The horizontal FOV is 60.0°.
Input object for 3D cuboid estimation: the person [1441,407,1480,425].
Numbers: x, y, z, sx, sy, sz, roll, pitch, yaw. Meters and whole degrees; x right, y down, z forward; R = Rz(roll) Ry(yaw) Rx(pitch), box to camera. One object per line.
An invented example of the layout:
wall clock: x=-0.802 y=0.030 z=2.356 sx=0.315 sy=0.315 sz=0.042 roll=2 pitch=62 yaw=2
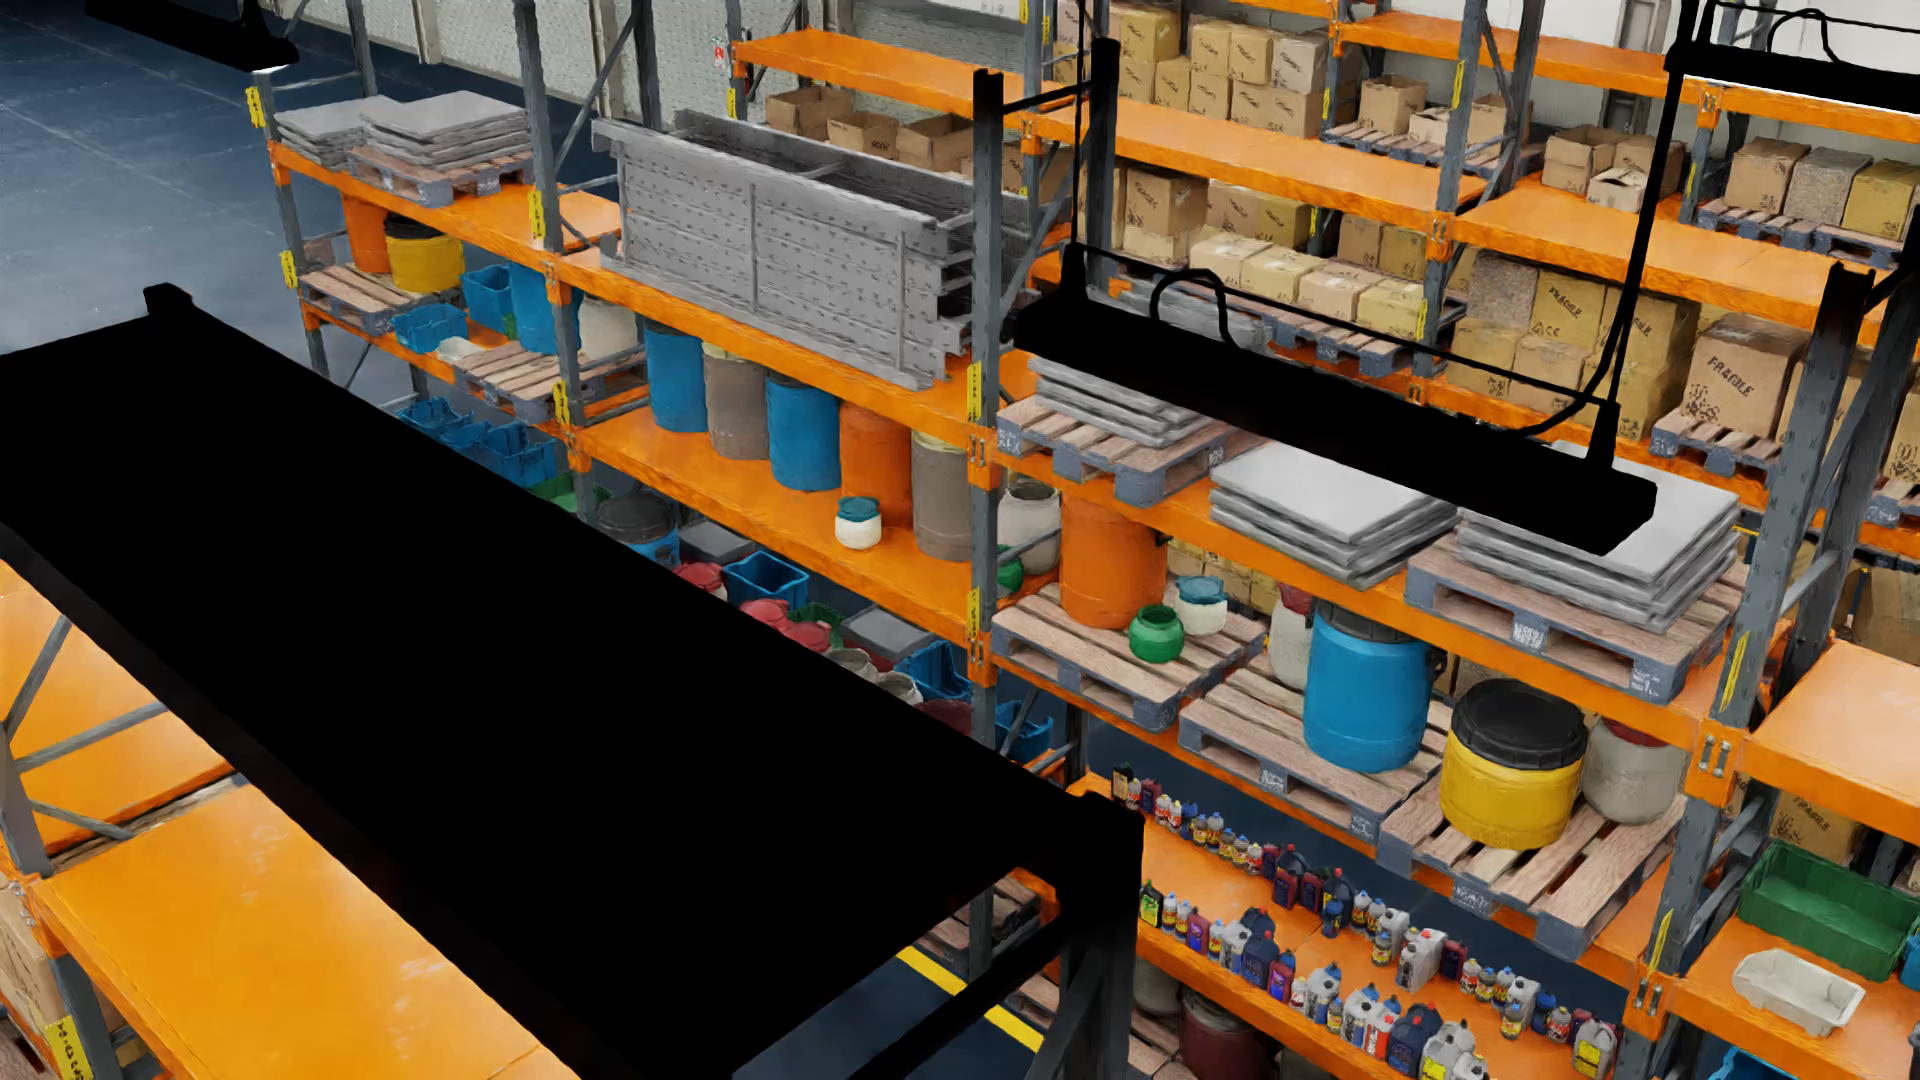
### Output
person: x=4.877 y=-0.949 z=16.338 sx=0.949 sy=1.539 sz=0.430 roll=24 pitch=37 yaw=36
